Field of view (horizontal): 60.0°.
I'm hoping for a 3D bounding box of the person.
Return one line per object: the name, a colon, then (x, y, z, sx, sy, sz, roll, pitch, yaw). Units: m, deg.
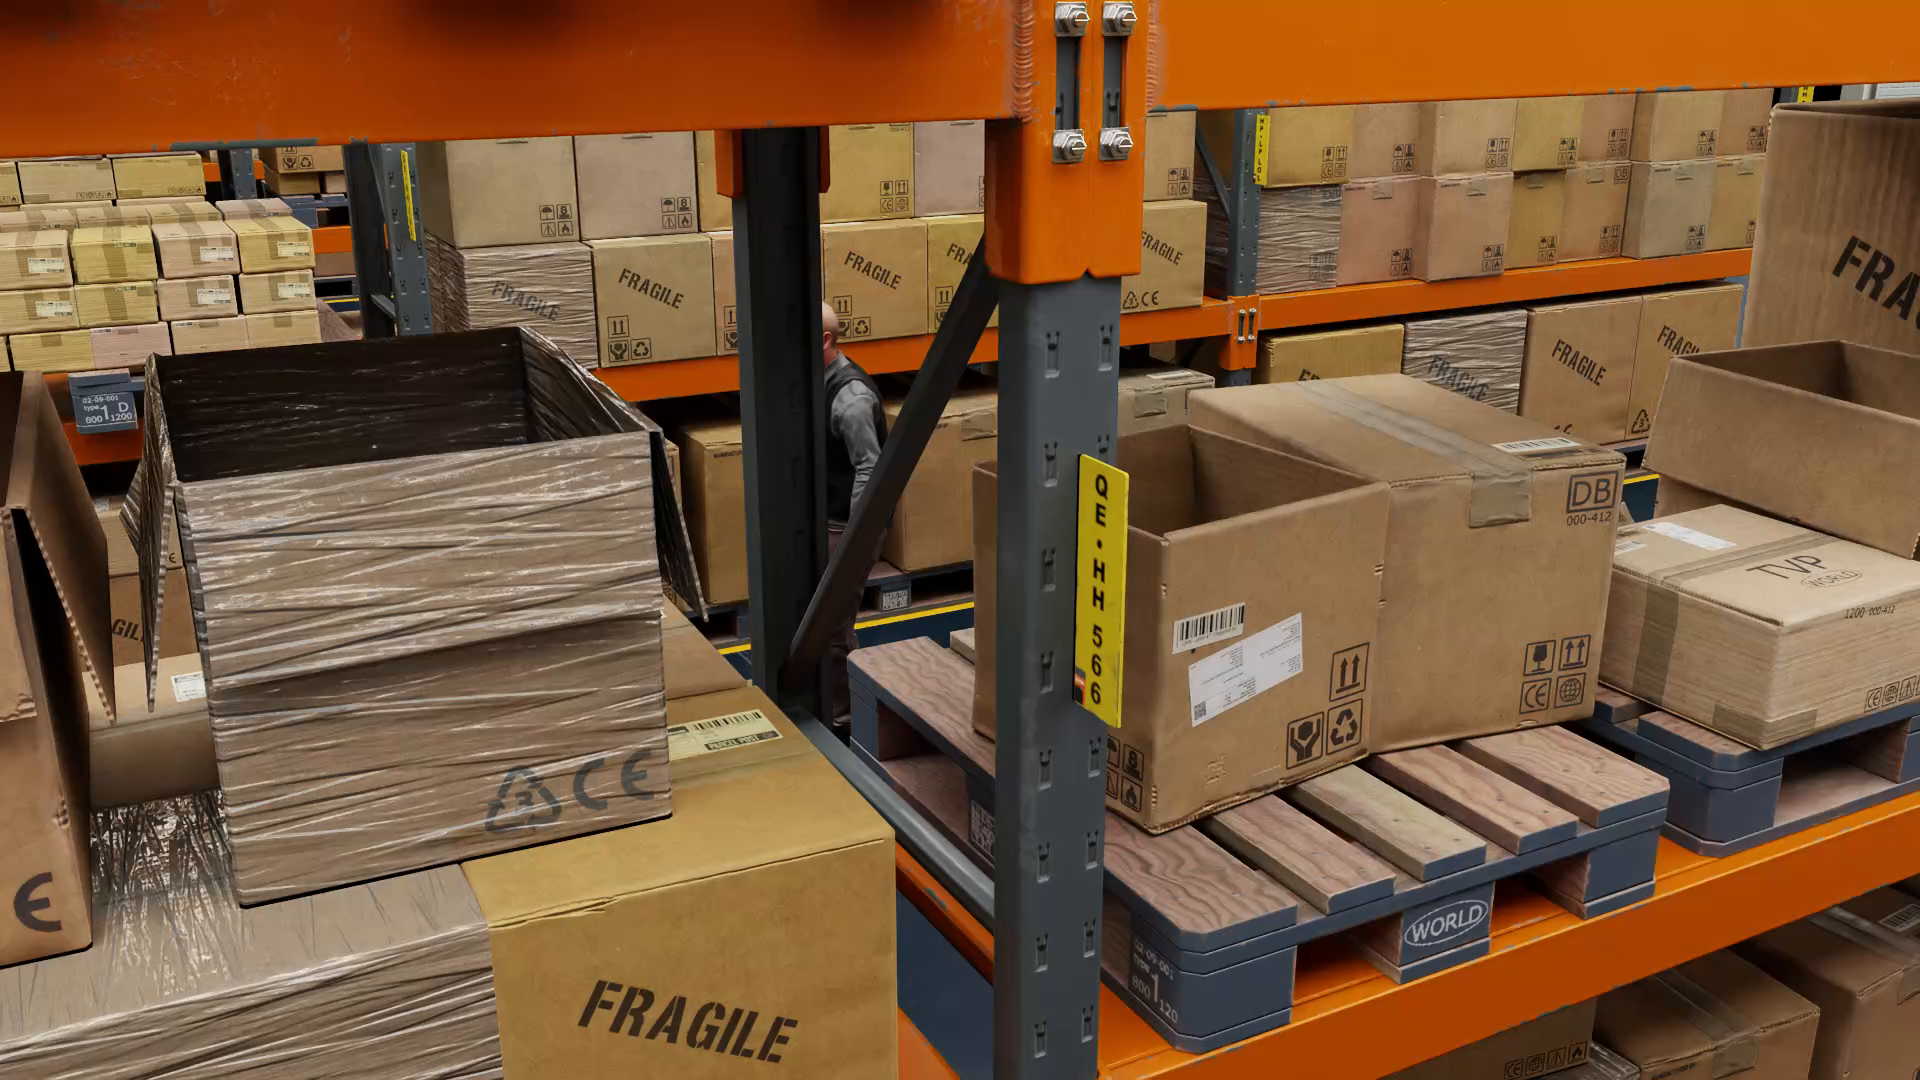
person: (-0.486, -0.054, 6.261, 0.462, 1.721, 0.587, -10, 21, -28)
